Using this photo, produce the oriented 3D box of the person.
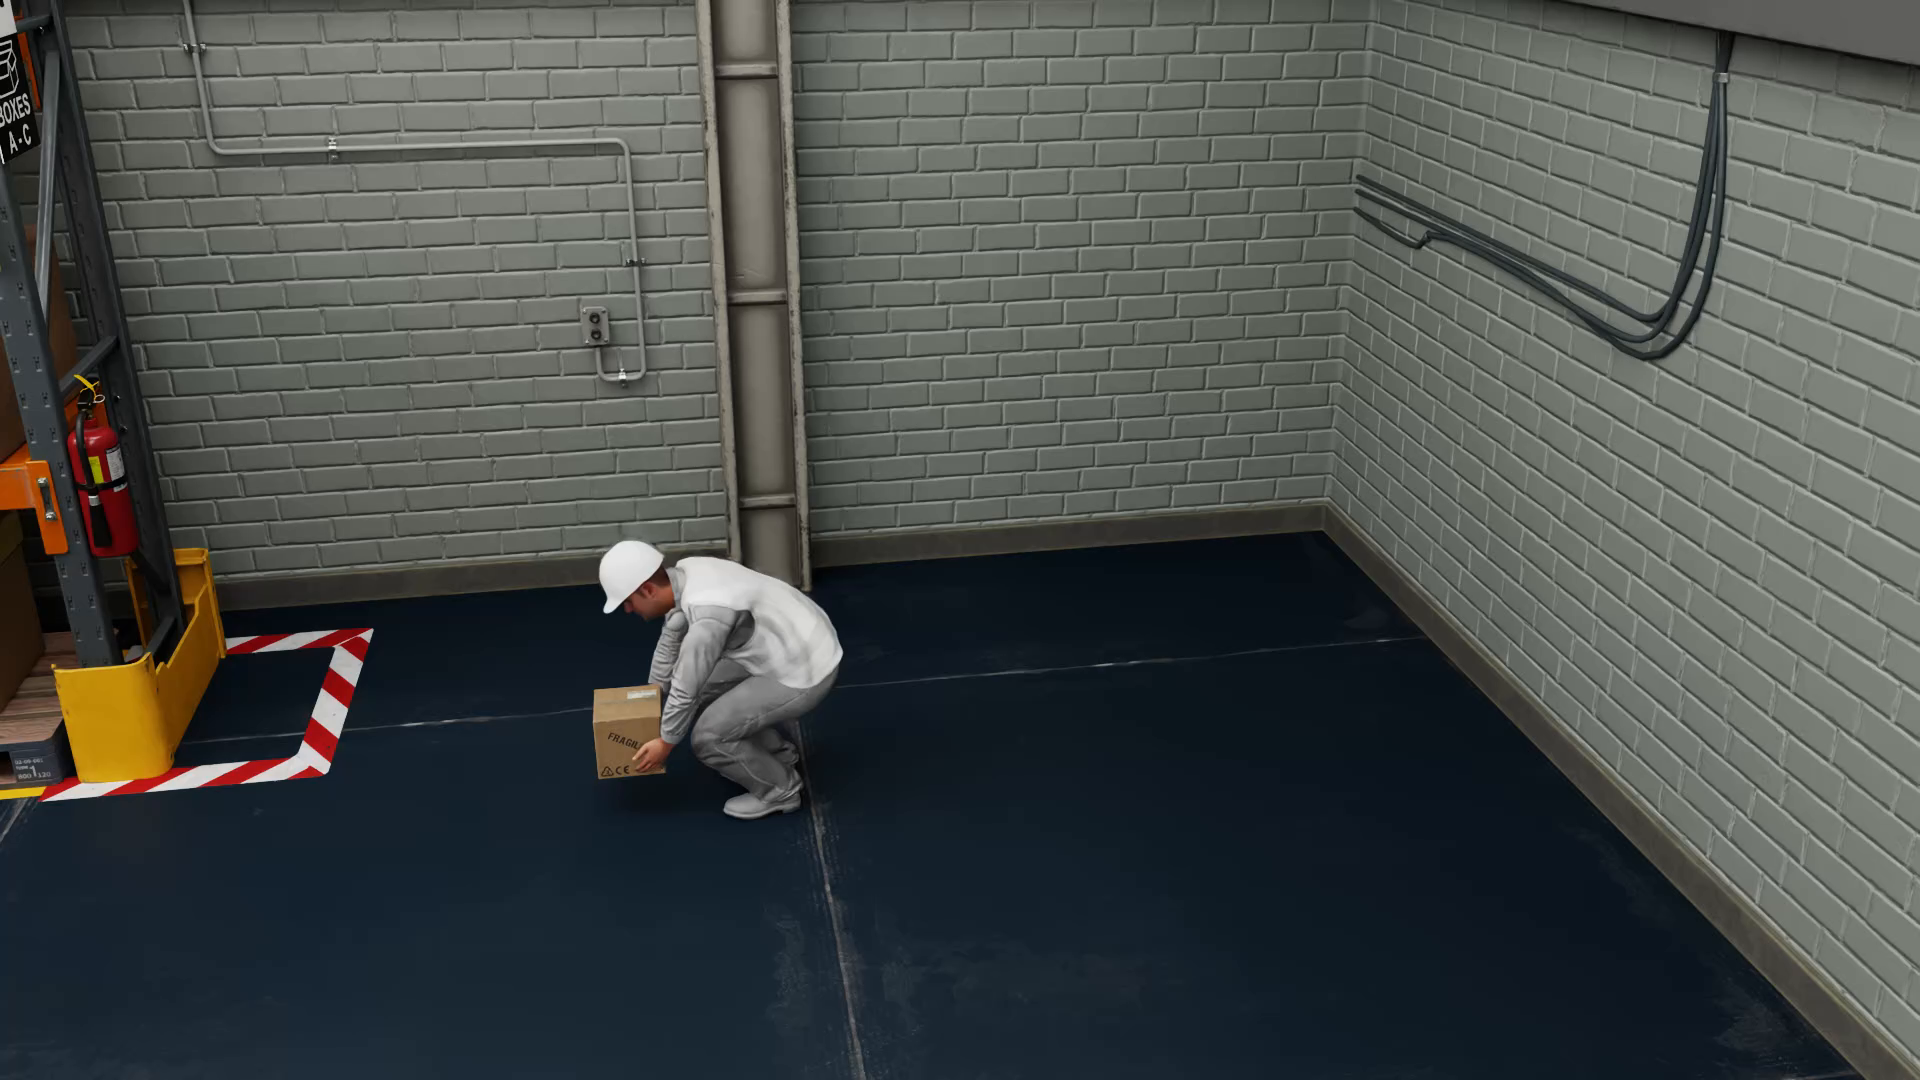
[{"bbox_3d":[-0.898,0.544,6.271,0.877,1.011,0.541,-4,24,-10],"label":"person"}]
